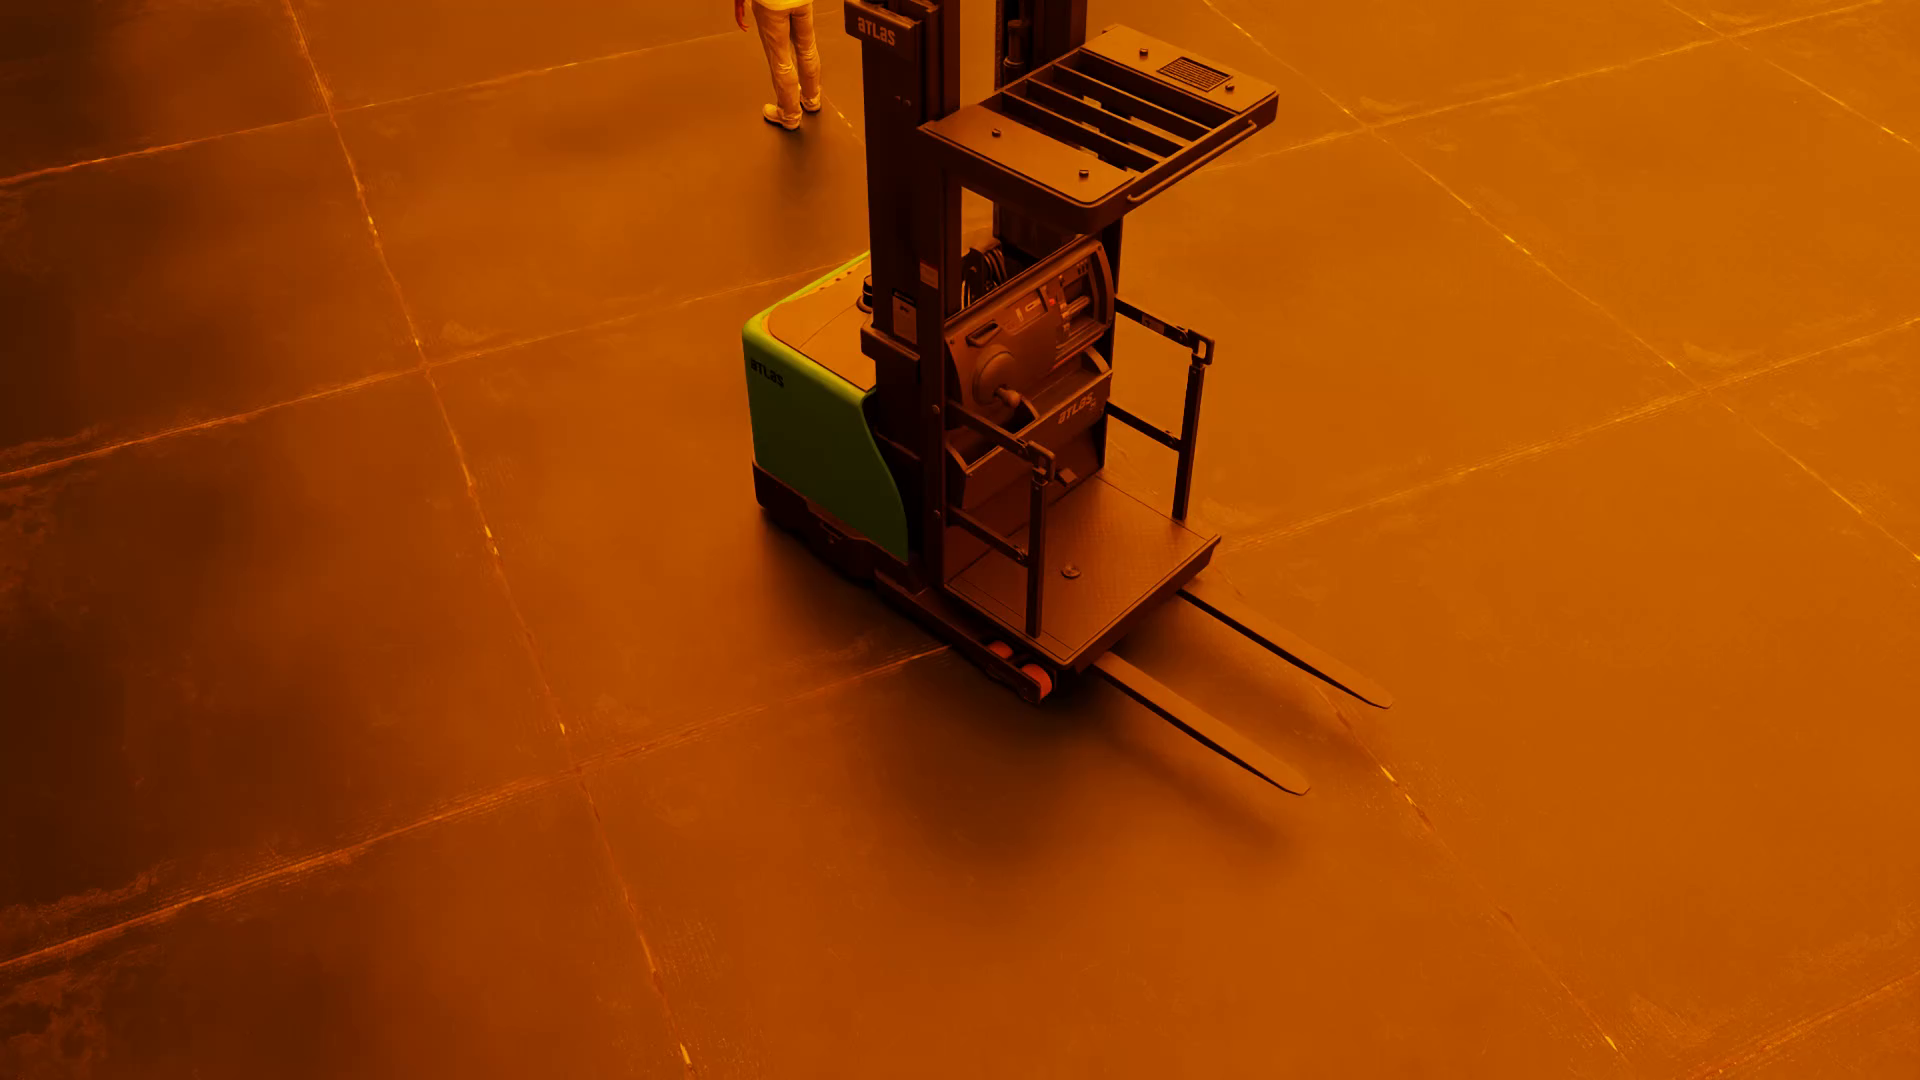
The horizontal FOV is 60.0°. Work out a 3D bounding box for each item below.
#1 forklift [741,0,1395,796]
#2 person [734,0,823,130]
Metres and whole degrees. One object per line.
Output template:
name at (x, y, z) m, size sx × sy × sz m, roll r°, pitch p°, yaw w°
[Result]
forklift at (0.445, -0.788, 6.525) m, size 3.031 × 2.935 × 1.130 m, roll 32°, pitch 52°, yaw 30°
person at (-1.112, -3.350, 10.113) m, size 0.665 × 1.766 × 0.577 m, roll -27°, pitch 49°, yaw -26°
